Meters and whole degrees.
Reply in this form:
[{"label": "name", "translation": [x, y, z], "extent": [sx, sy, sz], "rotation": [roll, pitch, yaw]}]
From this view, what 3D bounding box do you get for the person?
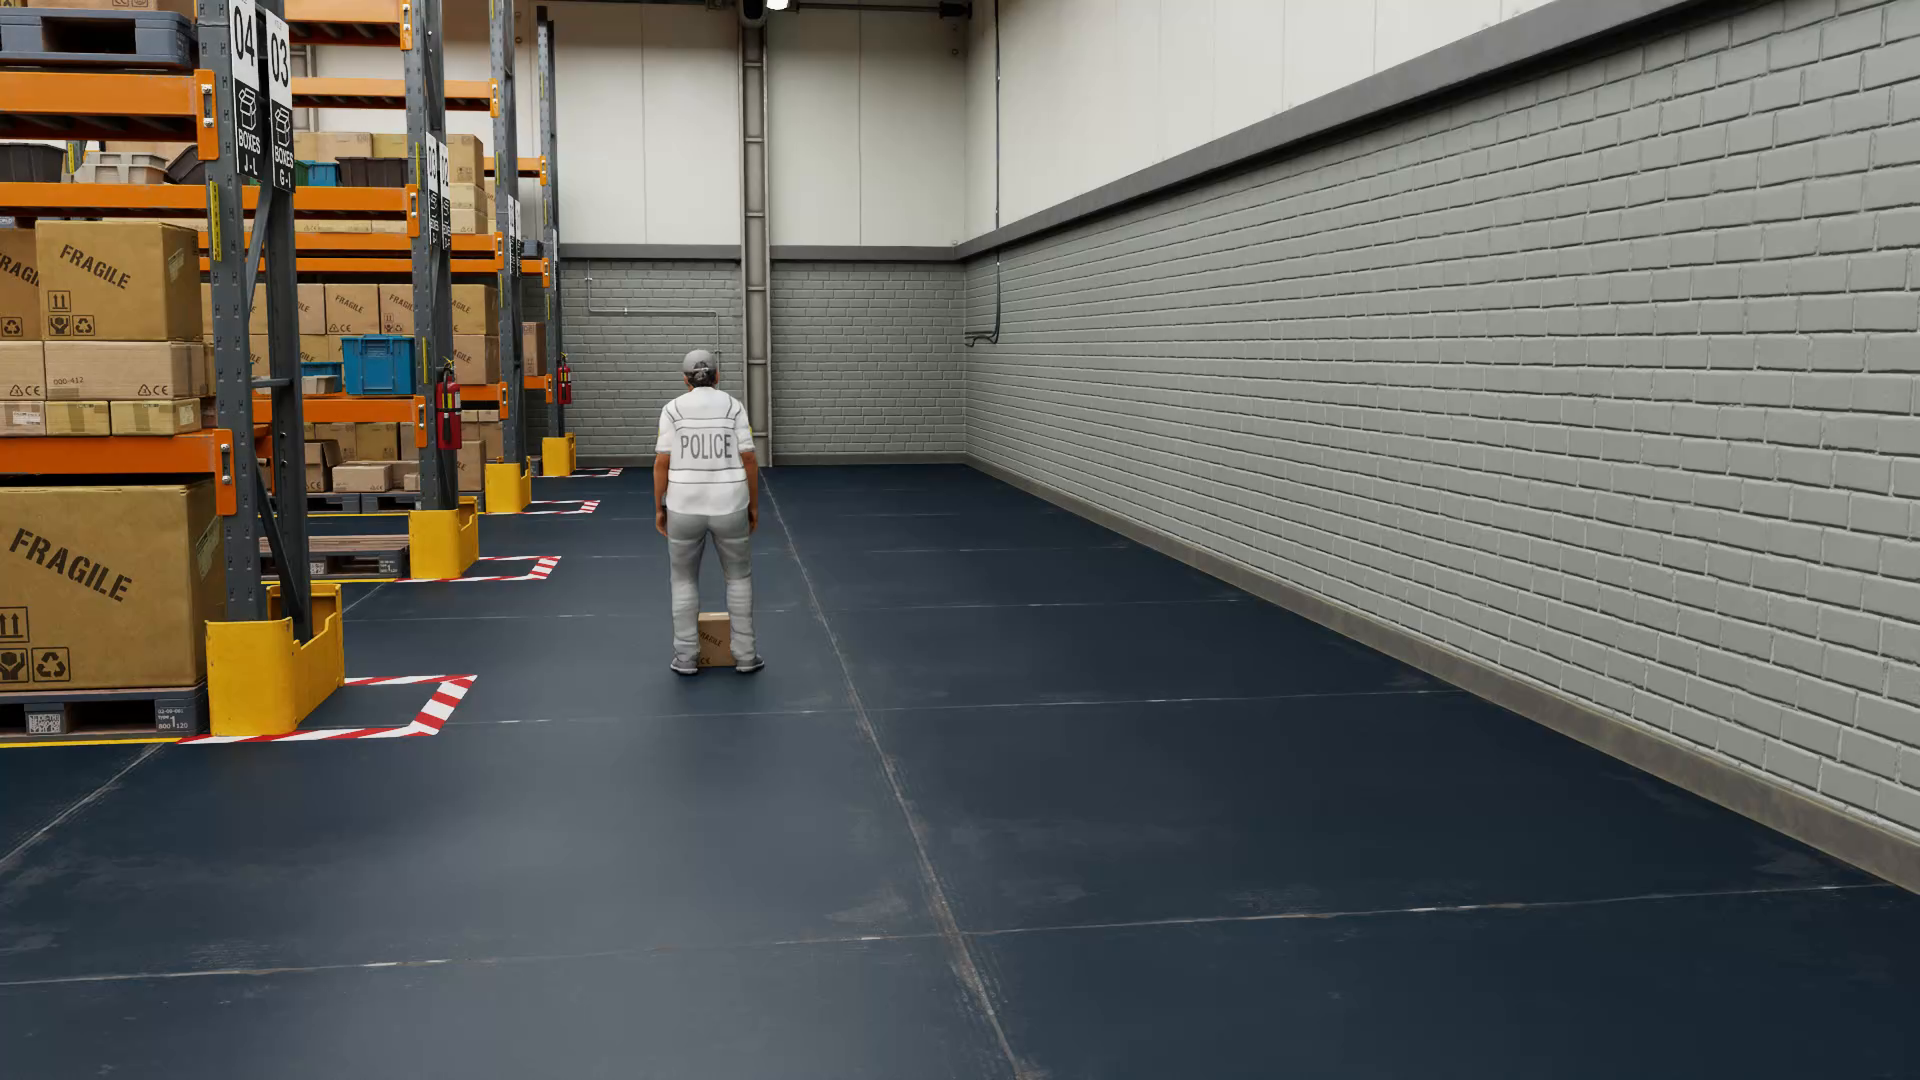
[{"label": "person", "translation": [-1.295, -0.147, 8.587], "extent": [0.553, 1.666, 0.472], "rotation": [-1, 7, -10]}]
